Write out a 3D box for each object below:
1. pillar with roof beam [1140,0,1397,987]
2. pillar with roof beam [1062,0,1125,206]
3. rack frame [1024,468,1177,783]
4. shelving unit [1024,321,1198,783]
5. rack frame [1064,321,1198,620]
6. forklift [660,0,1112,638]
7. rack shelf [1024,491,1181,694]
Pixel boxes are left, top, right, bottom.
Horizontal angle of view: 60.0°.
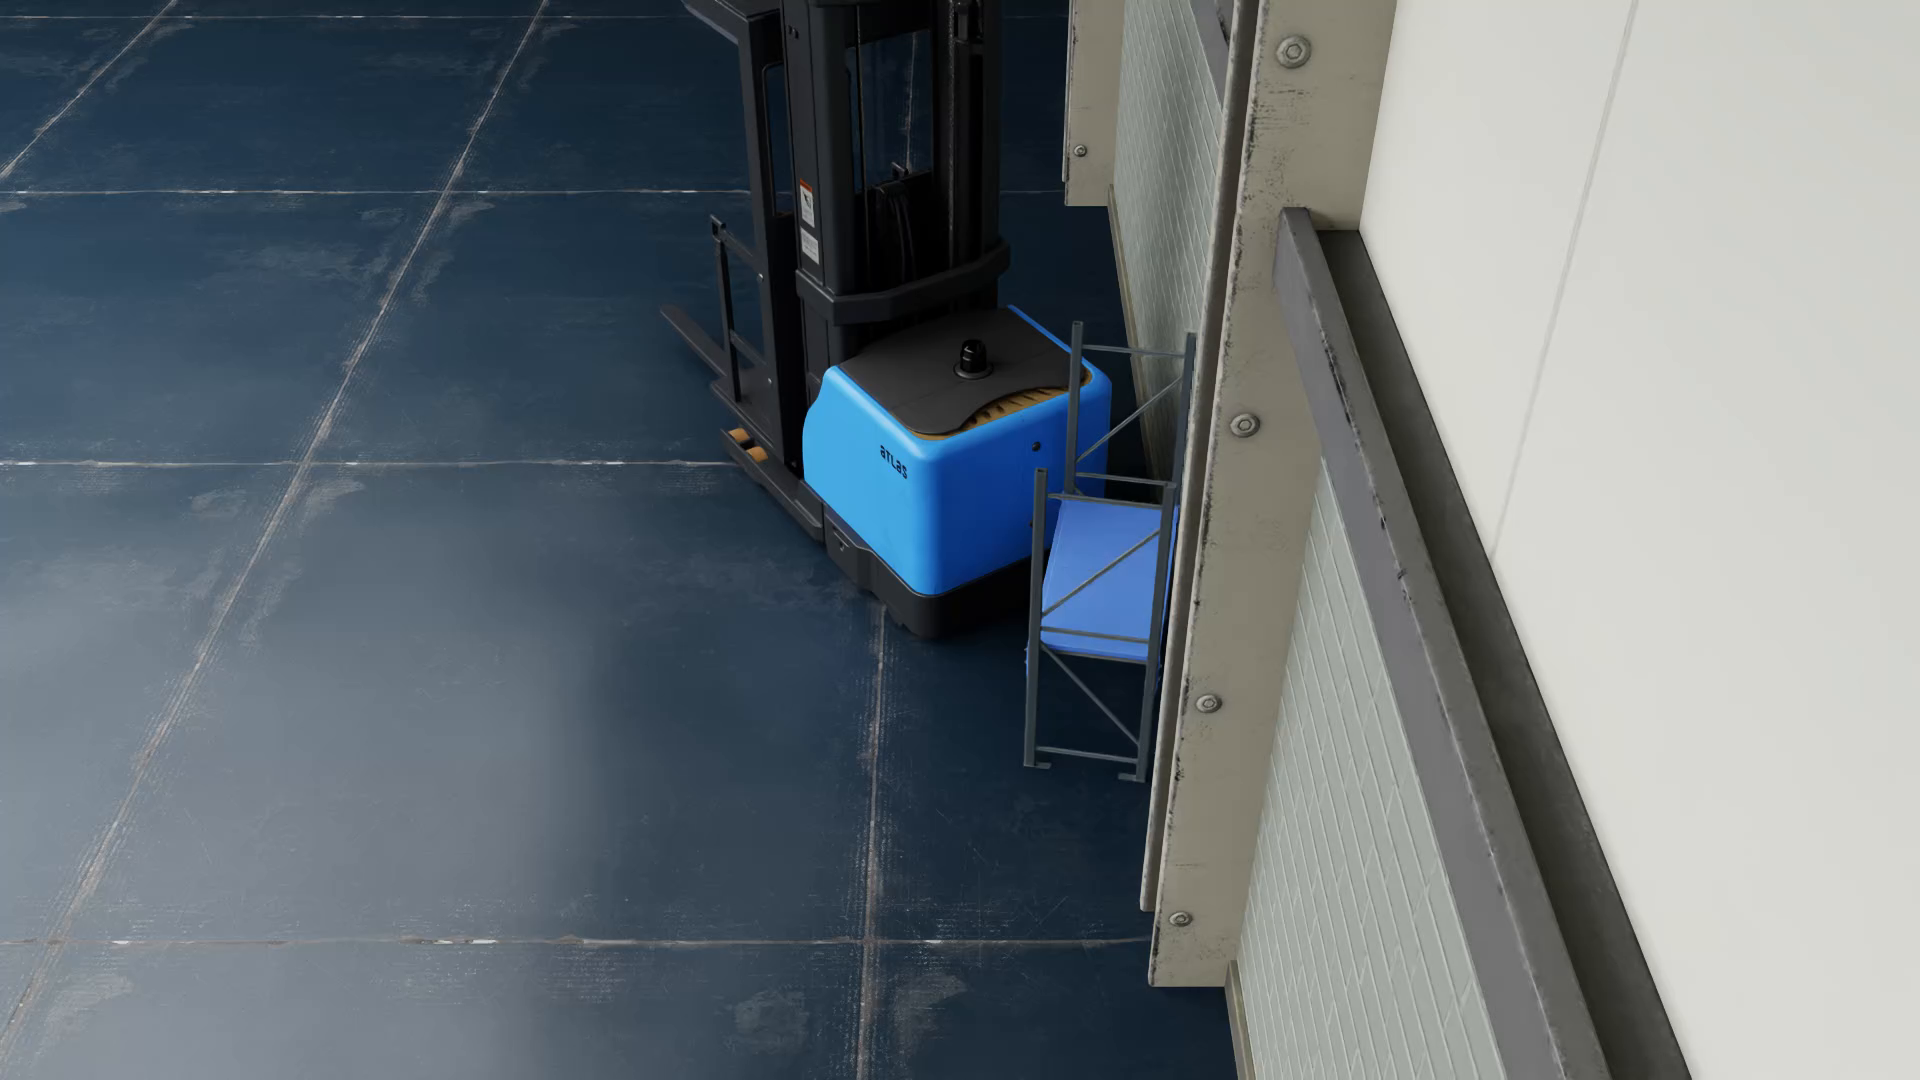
[{"bbox_3d":[-3.469,-2.025,3.327,9.100,9.000,0.400,0,39,0],"label":"pillar with roof beam"},{"bbox_3d":[-3.476,-5.777,8.009,9.100,9.000,0.400,0,39,0],"label":"pillar with roof beam"},{"bbox_3d":[0.512,0.366,6.339,0.500,1.500,0.032,7,39,8],"label":"rack frame"},{"bbox_3d":[0.605,0.053,6.729,0.538,1.500,1.048,7,39,8],"label":"shelving unit"},{"bbox_3d":[0.698,-0.259,7.119,0.500,1.500,0.032,7,39,8],"label":"rack frame"},{"bbox_3d":[-0.559,-1.597,7.644,1.130,2.935,3.031,-23,44,-26],"label":"forklift"},{"bbox_3d":[0.605,0.194,6.842,0.538,0.185,1.000,7,39,8],"label":"rack shelf"}]
